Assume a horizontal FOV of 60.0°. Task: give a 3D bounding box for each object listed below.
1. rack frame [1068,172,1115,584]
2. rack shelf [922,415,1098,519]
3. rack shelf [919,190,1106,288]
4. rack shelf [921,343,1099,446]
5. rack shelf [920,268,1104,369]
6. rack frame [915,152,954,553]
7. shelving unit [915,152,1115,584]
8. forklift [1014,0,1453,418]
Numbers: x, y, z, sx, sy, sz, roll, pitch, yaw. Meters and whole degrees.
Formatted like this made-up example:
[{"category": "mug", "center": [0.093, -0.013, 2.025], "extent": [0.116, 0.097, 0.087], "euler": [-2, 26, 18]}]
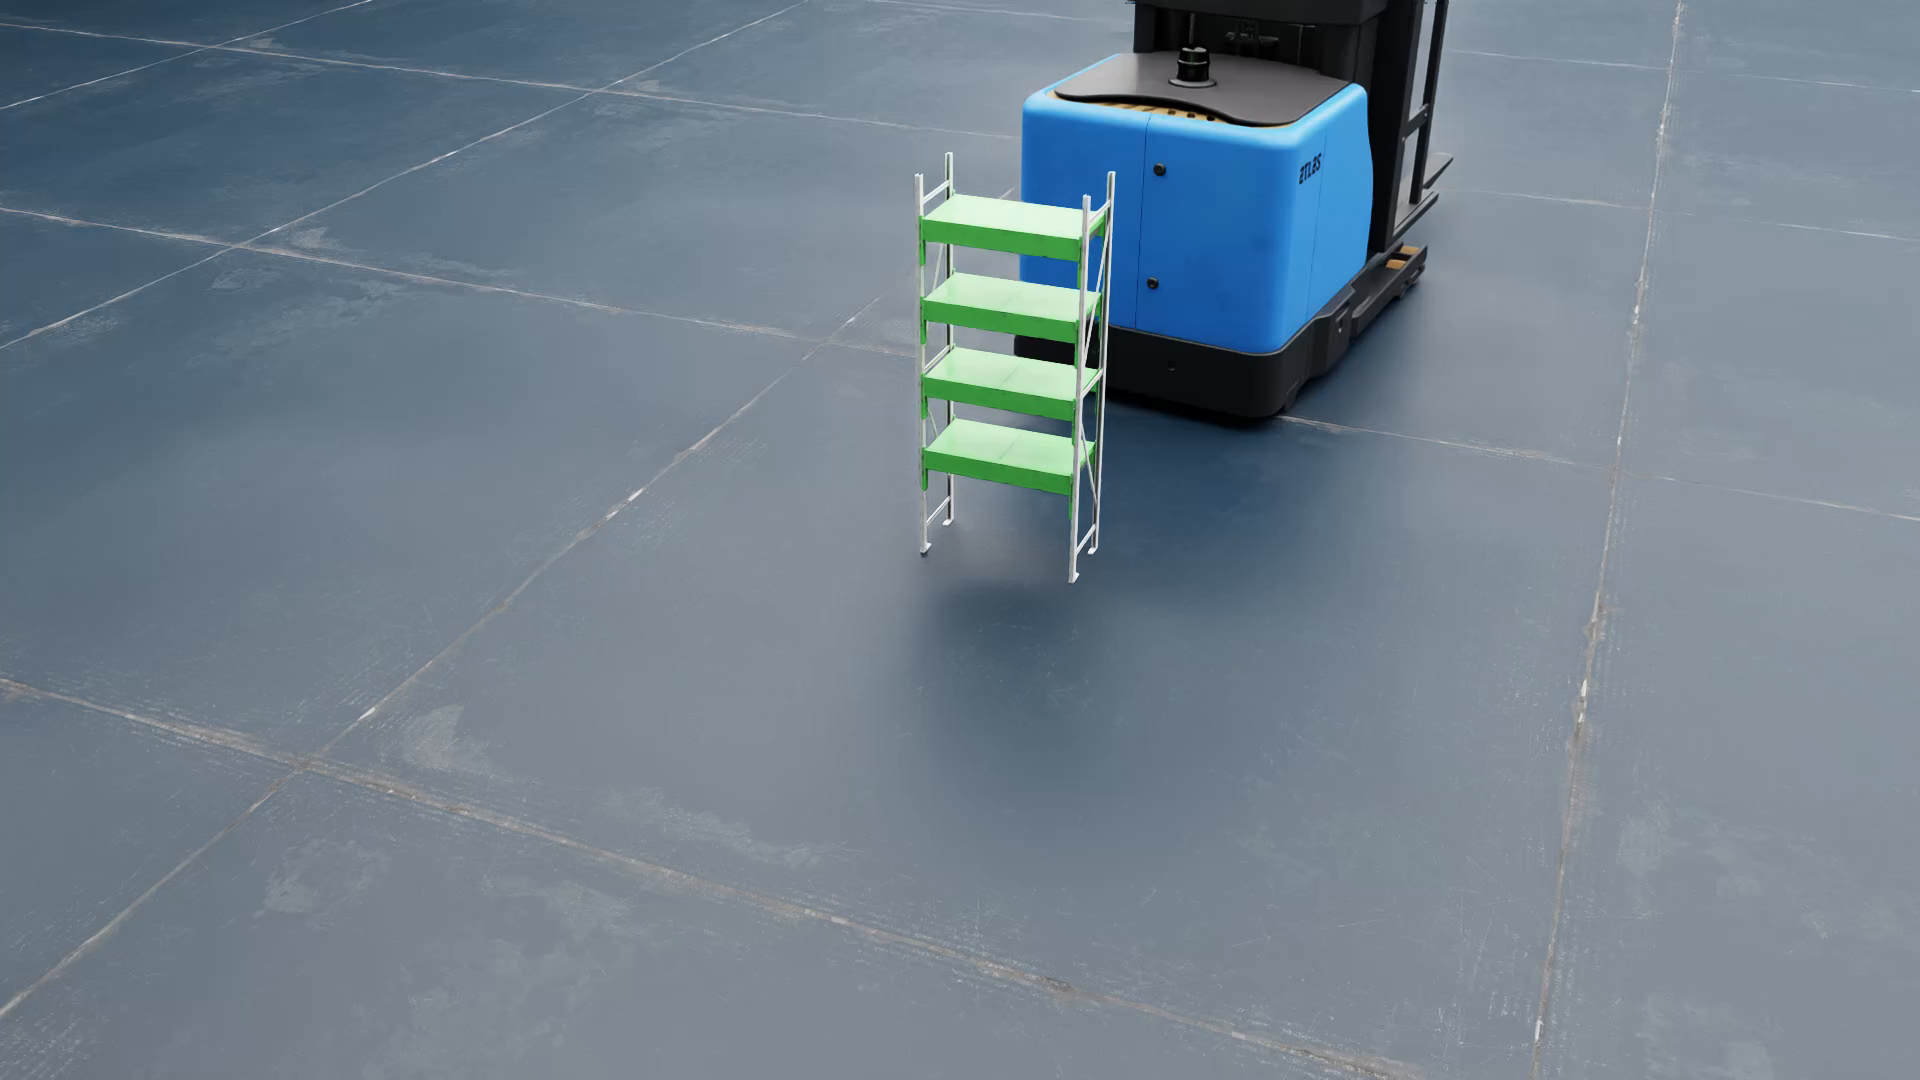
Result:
[{"category": "rack frame", "center": [0.379, -0.447, 4.821], "extent": [0.015, 1.200, 0.240], "euler": [11, 31, 19]}, {"category": "rack shelf", "center": [0.153, -0.227, 5.050], "extent": [0.480, 0.148, 0.258], "euler": [11, 31, 19]}, {"category": "rack shelf", "center": [0.153, -0.854, 4.696], "extent": [0.480, 0.148, 0.258], "euler": [11, 31, 19]}, {"category": "rack shelf", "center": [0.153, -0.436, 4.932], "extent": [0.480, 0.148, 0.258], "euler": [11, 31, 19]}, {"category": "rack shelf", "center": [0.153, -0.645, 4.814], "extent": [0.480, 0.148, 0.258], "euler": [11, 31, 19]}, {"category": "rack frame", "center": [-0.073, -0.537, 4.980], "extent": [0.015, 1.200, 0.240], "euler": [11, 31, 19]}, {"category": "shelving unit", "center": [0.153, -0.492, 4.901], "extent": [0.503, 1.200, 0.258], "euler": [11, 31, 19]}, {"category": "forklift", "center": [1.369, -2.401, 6.518], "extent": [1.130, 2.935, 3.031], "euler": [16, 33, 25]}]
